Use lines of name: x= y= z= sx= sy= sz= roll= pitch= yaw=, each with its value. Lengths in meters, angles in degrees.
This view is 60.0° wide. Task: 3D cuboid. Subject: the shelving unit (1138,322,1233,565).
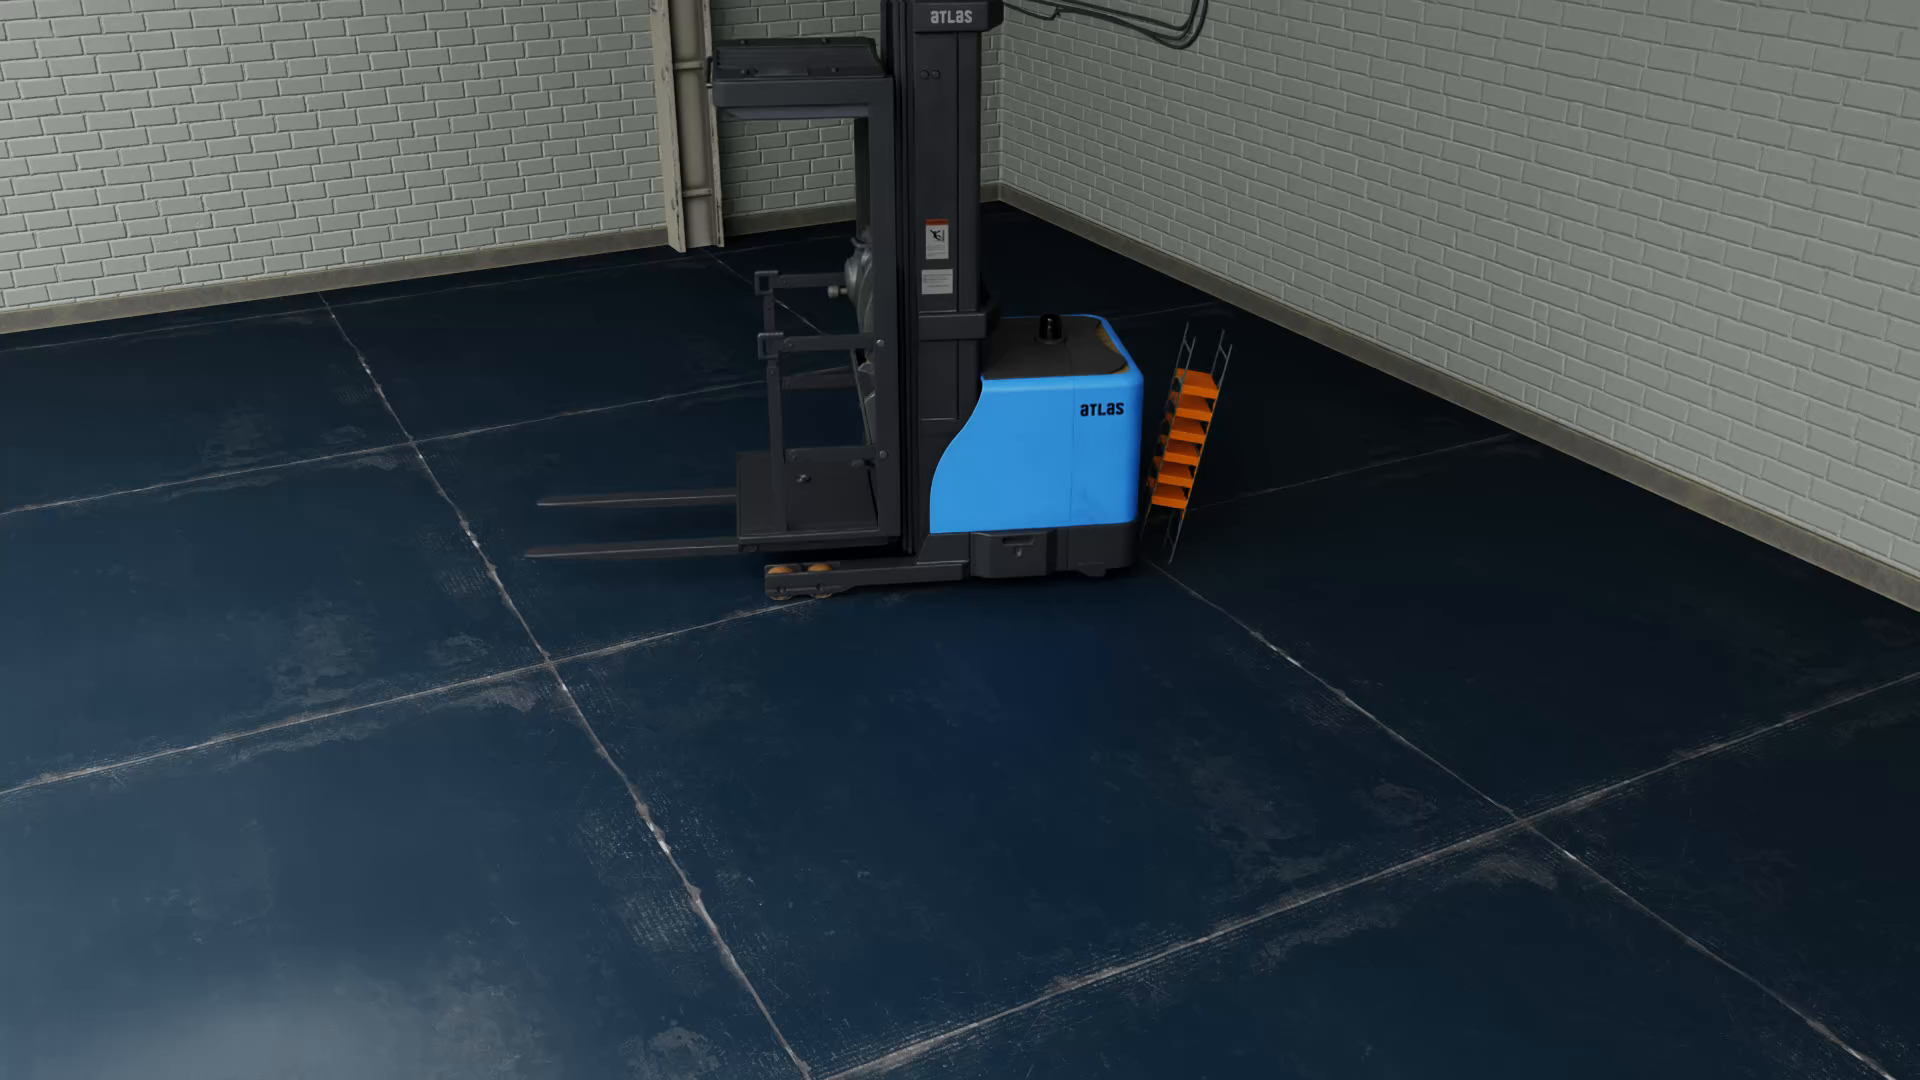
shelving unit: x=1.096 y=-0.472 z=8.330 sx=0.189 sy=1.200 sz=0.258 roll=10 pitch=25 yaw=-6

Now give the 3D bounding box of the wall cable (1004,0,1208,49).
wall cable: x=1.021 y=-5.215 z=12.803 sx=0.112 sy=2.526 sz=3.097 roll=-13 pitch=29 yaw=-25

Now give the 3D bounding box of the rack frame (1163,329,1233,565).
rack frame: x=1.186 y=-0.457 z=8.340 sx=0.006 sy=1.200 sz=0.240 roll=10 pitch=25 yaw=-6

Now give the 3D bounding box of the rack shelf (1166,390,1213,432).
rack shelf: x=1.134 y=-0.645 z=8.248 sx=0.180 sy=0.103 sz=0.258 roll=10 pitch=25 yaw=-6

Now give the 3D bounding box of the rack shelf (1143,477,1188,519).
rack shelf: x=1.040 y=-0.220 z=8.449 sx=0.180 sy=0.103 sz=0.258 roll=10 pitch=25 yaw=-6

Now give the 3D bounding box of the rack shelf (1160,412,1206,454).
rack shelf: x=1.111 y=-0.539 z=8.298 sx=0.180 sy=0.103 sz=0.258 roll=10 pitch=25 yaw=-6

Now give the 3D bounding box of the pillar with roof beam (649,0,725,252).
pillar with roof beam: x=-0.175 y=-4.876 z=8.509 sx=0.400 sy=9.000 sz=9.100 roll=-13 pitch=29 yaw=-25

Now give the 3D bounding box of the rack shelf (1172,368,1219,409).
rack shelf: x=1.158 y=-0.752 z=8.197 sx=0.180 sy=0.103 sz=0.258 roll=10 pitch=25 yaw=-6

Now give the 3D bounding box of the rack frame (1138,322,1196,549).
rack frame: x=1.006 y=-0.487 z=8.320 sx=0.006 sy=1.200 sz=0.240 roll=10 pitch=25 yaw=-6

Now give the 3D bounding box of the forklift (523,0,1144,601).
forklift: x=-0.659 y=-1.267 z=8.002 sx=3.031 sy=2.935 sz=1.130 roll=-3 pitch=26 yaw=-6

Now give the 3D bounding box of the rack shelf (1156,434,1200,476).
rack shelf: x=1.087 y=-0.433 z=8.348 sx=0.180 sy=0.103 sz=0.258 roll=10 pitch=25 yaw=-6

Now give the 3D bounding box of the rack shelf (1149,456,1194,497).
rack shelf: x=1.064 y=-0.326 z=8.399 sx=0.180 sy=0.103 sz=0.258 roll=10 pitch=25 yaw=-6
